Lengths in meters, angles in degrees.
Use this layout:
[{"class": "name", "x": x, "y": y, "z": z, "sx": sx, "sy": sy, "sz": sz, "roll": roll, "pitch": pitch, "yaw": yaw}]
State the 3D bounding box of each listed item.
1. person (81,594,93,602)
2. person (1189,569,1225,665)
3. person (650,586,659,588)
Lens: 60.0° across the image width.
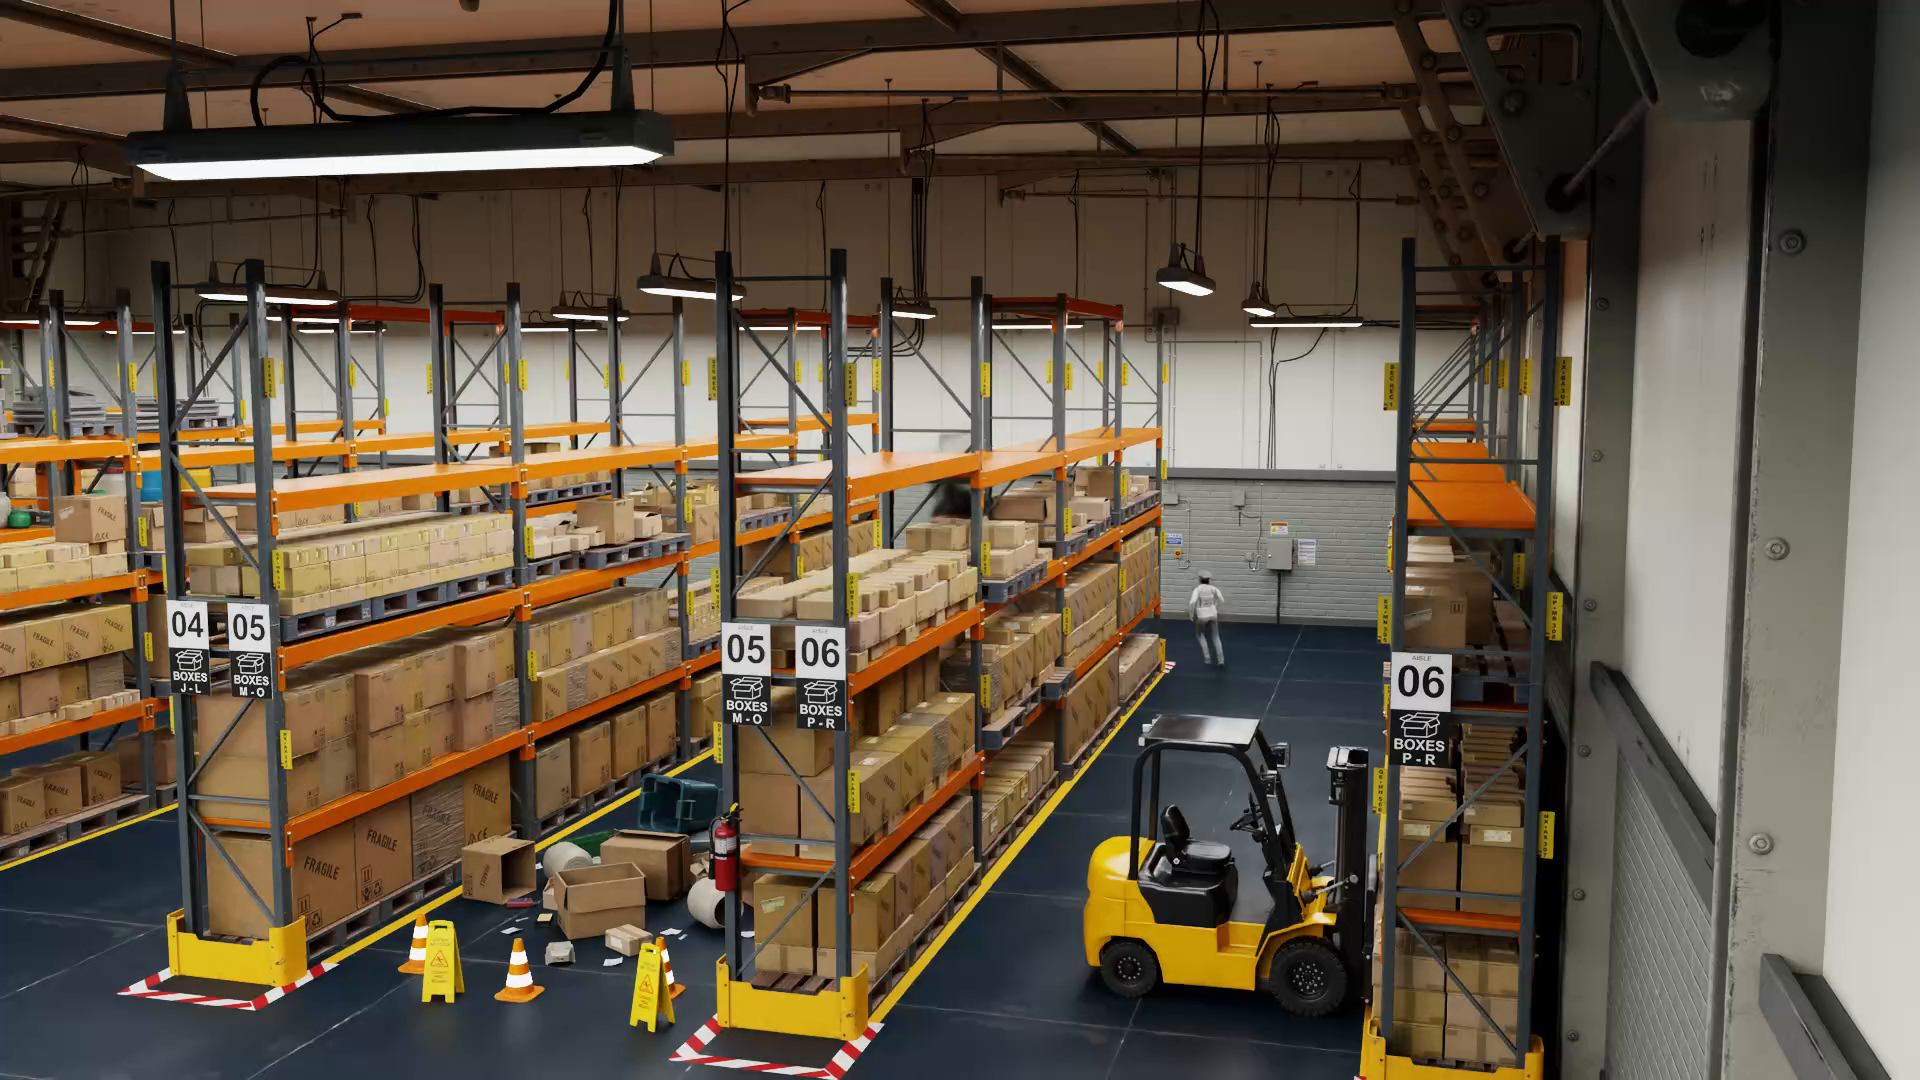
[{"class": "person", "x": -15.178, "y": 1.316, "z": 28.768, "sx": 0.518, "sy": 1.631, "sz": 0.783, "roll": 0, "pitch": 6, "yaw": 2}, {"class": "person", "x": 4.191, "y": 1.346, "z": 28.435, "sx": 0.671, "sy": 1.692, "sz": 0.647, "roll": -1, "pitch": 6, "yaw": -8}, {"class": "person", "x": -4.752, "y": 1.575, "z": 26.073, "sx": 0.597, "sy": 1.749, "sz": 0.778, "roll": 2, "pitch": 6, "yaw": 17}]
